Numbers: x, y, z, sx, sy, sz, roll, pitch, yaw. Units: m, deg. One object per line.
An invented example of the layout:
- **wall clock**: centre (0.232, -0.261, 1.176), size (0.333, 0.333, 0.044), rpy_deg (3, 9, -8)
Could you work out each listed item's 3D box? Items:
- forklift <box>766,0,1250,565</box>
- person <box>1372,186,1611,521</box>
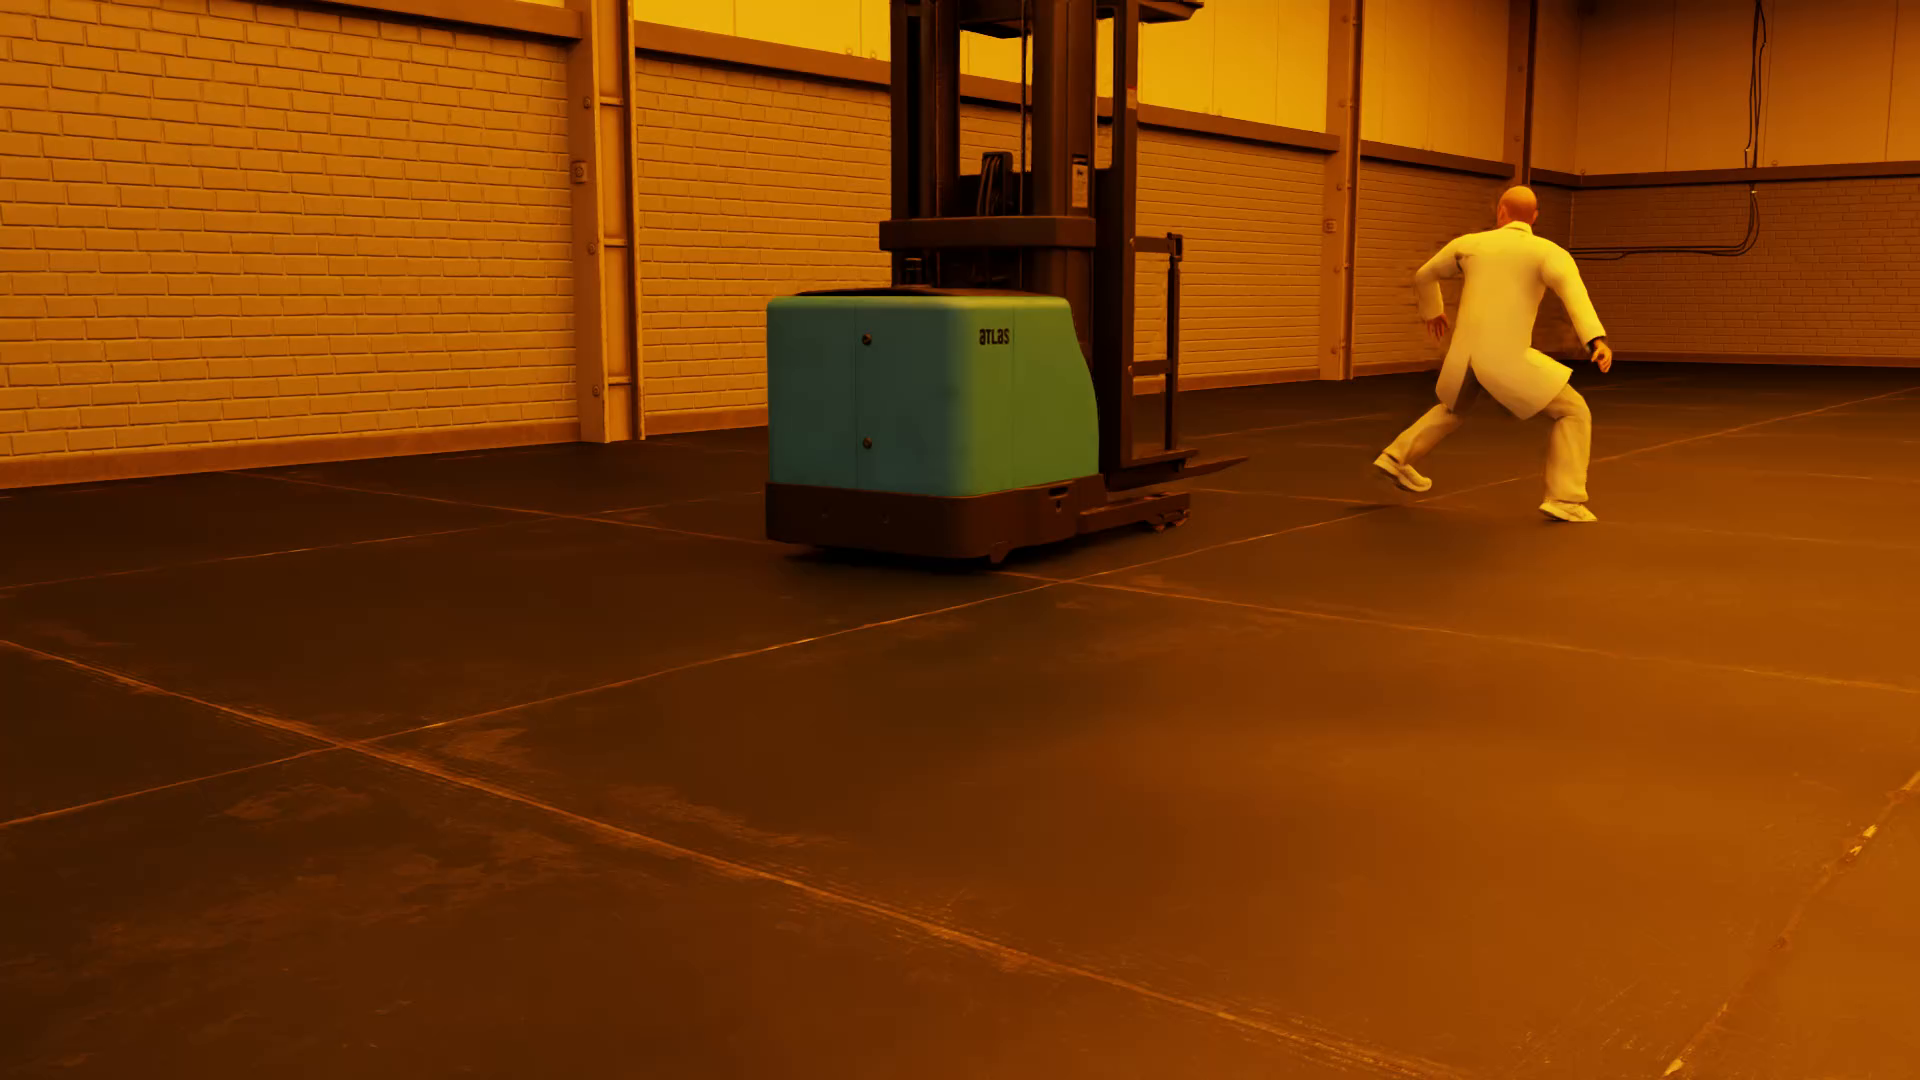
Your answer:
- **forklift**: centre (0.432, -1.524, 7.694), size (1.130, 2.935, 3.031), rpy_deg (6, 10, 34)
- **person**: centre (2.688, -0.880, 8.138), size (0.571, 1.684, 1.223), rpy_deg (-6, 10, -37)
